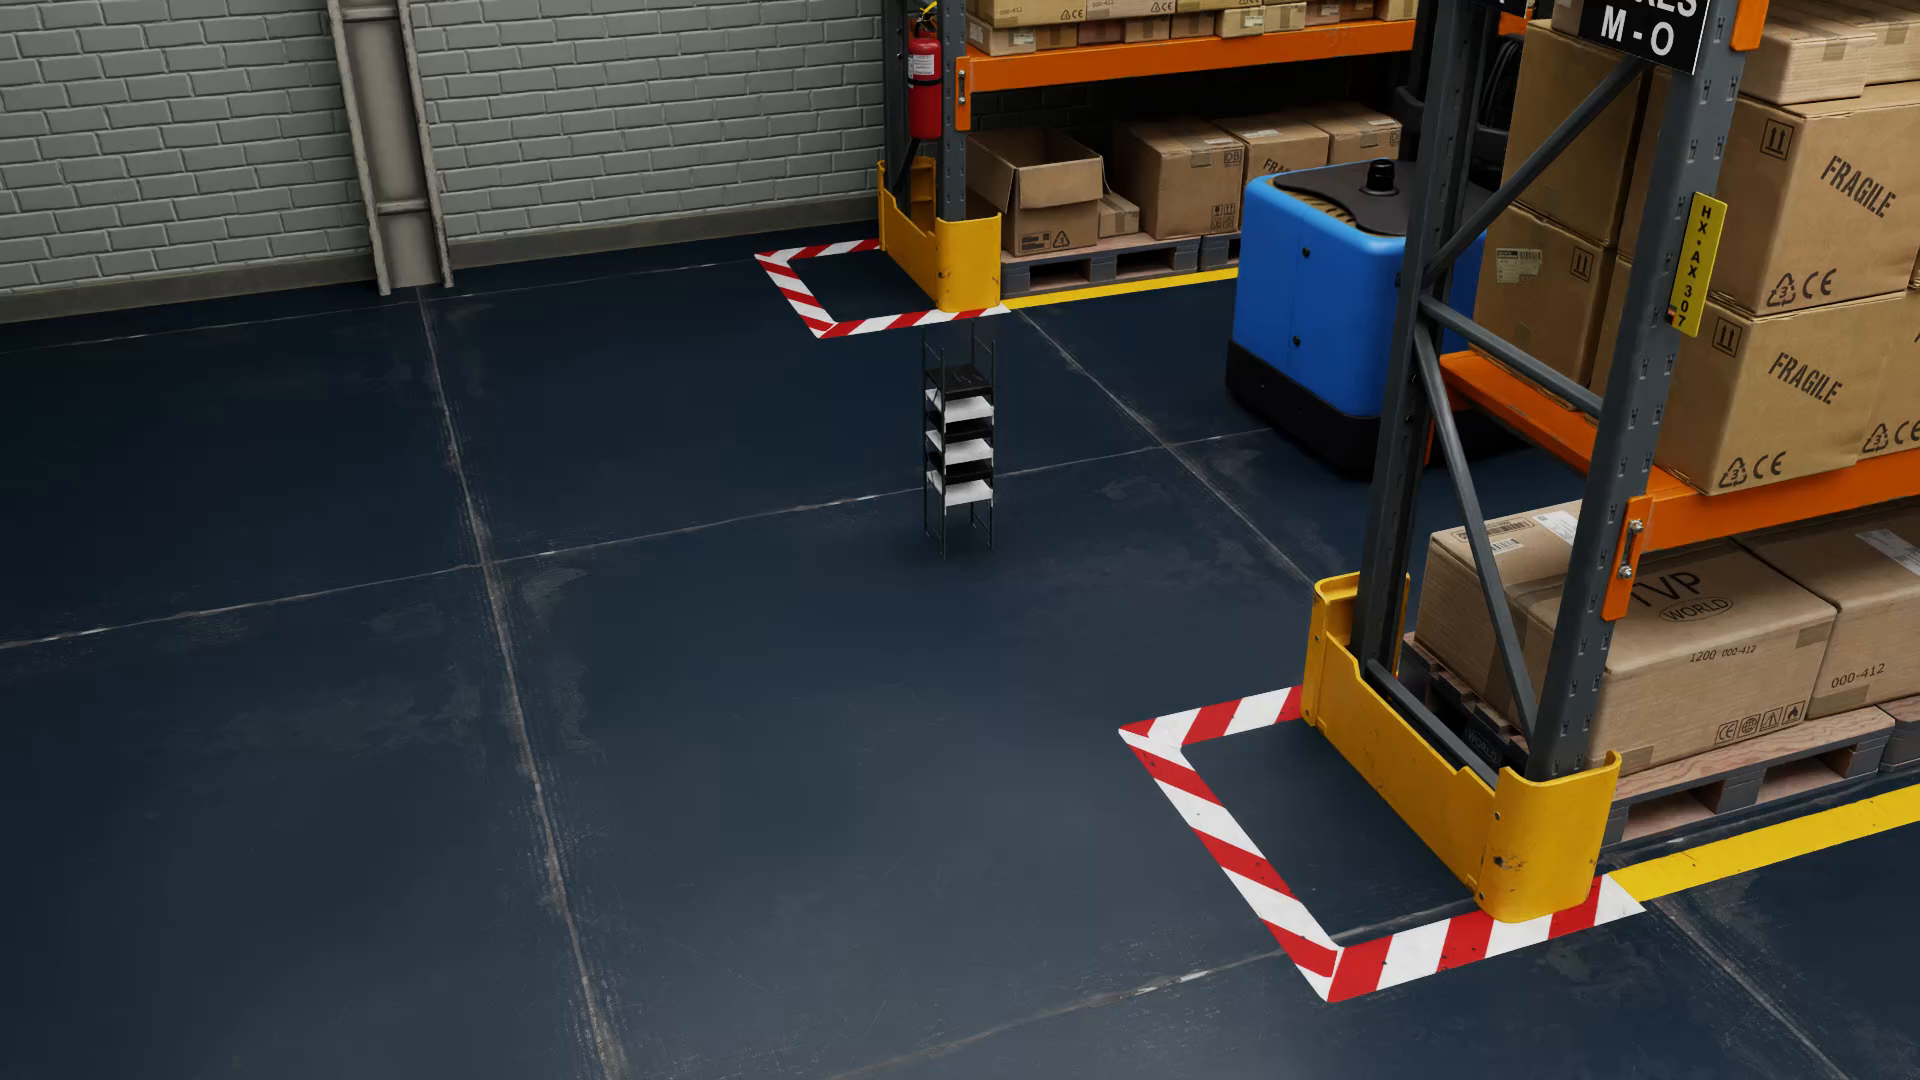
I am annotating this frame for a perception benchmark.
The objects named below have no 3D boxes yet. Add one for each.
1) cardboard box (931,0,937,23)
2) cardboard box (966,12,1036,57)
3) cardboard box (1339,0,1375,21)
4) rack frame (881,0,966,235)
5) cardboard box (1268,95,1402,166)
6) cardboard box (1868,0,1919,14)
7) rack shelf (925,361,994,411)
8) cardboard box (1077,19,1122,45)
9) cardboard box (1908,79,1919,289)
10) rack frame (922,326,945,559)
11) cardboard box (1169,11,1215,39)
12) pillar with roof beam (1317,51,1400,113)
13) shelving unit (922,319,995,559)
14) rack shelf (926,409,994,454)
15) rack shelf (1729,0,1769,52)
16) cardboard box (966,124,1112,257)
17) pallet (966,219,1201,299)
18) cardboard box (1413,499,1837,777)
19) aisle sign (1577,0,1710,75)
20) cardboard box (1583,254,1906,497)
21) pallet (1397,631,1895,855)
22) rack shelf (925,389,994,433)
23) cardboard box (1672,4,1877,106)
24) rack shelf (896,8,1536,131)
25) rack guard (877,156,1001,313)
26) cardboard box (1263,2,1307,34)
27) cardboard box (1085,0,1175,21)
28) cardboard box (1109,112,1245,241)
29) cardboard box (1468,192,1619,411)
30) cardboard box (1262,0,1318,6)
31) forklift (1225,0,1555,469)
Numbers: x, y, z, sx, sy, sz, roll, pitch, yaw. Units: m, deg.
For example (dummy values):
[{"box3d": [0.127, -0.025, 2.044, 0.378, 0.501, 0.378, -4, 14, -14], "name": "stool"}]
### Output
[{"box3d": [0.017, -2.865, 9.003, 0.250, 0.149, 0.380, -11, 31, -18], "name": "cardboard box"}, {"box3d": [0.204, -2.613, 8.560, 0.250, 0.149, 0.380, -11, 31, -18], "name": "cardboard box"}, {"box3d": [2.101, -3.008, 9.254, 0.250, 0.149, 0.380, -10, 31, -17], "name": "cardboard box"}, {"box3d": [-0.200, -2.793, 8.622, 0.127, 3.000, 1.000, -10, 31, -18], "name": "rack frame"}, {"box3d": [2.194, -2.260, 9.787, 0.500, 0.500, 0.700, -12, 32, -19], "name": "cardboard box"}, {"box3d": [2.468, -1.253, 4.153, 0.250, 0.149, 0.380, -9, 31, -16], "name": "cardboard box"}, {"box3d": [-0.008, -0.595, 6.408, 0.200, 0.077, 0.258, -10, 31, -18], "name": "rack shelf"}, {"box3d": [0.660, -2.740, 8.783, 0.250, 0.149, 0.380, -11, 31, -18], "name": "cardboard box"}, {"box3d": [2.565, -1.012, 4.384, 0.500, 0.500, 0.500, -11, 32, -19], "name": "cardboard box"}, {"box3d": [-0.103, -0.372, 6.494, 0.006, 0.900, 0.240, -10, 31, -18], "name": "rack frame"}, {"box3d": [1.166, -2.804, 8.895, 0.250, 0.149, 0.380, -10, 31, -17], "name": "cardboard box"}, {"box3d": [4.083, -4.391, 5.366, 0.400, 9.000, 9.100, -10, 31, -18], "name": "pillar with roof beam"}, {"box3d": [-0.008, -0.390, 6.525, 0.210, 0.900, 0.258, -10, 31, -18], "name": "shelving unit"}, {"box3d": [-0.008, -0.439, 6.497, 0.200, 0.077, 0.258, -10, 31, -18], "name": "rack shelf"}, {"box3d": [3.409, -1.827, 4.622, 4.000, 0.370, 1.077, -10, 31, -18], "name": "rack shelf"}, {"box3d": [0.406, -1.952, 9.244, 0.637, 0.503, 0.797, -12, 32, -20], "name": "cardboard box"}, {"box3d": [0.618, -1.732, 9.578, 1.213, 0.211, 1.003, -10, 31, -18], "name": "pallet"}, {"box3d": [2.118, 0.280, 5.393, 0.875, 0.438, 0.875, -12, 32, -19], "name": "cardboard box"}, {"box3d": [1.568, -1.473, 3.679, 0.004, 0.787, 0.394, -10, 31, -18], "name": "aisle sign"}, {"box3d": [2.084, -0.484, 4.468, 0.500, 0.500, 0.500, -11, 31, -18], "name": "cardboard box"}, {"box3d": [2.257, 0.547, 5.577, 1.213, 0.211, 1.003, -10, 31, -18], "name": "pallet"}, {"box3d": [-0.008, -0.517, 6.452, 0.200, 0.077, 0.258, -10, 31, -18], "name": "rack shelf"}, {"box3d": [1.964, -1.183, 4.030, 0.250, 0.149, 0.380, -10, 31, -17], "name": "cardboard box"}, {"box3d": [1.675, -2.826, 9.406, 4.000, 0.370, 1.077, -10, 31, -18], "name": "rack shelf"}, {"box3d": [-0.129, -1.720, 9.264, 0.348, 0.500, 1.175, -10, 31, -18], "name": "rack guard"}, {"box3d": [1.668, -2.867, 9.007, 0.250, 0.149, 0.380, -10, 31, -16], "name": "cardboard box"}, {"box3d": [0.792, -2.897, 8.656, 0.500, 0.250, 0.500, -10, 31, -17], "name": "cardboard box"}, {"box3d": [1.221, -2.080, 9.472, 0.500, 0.500, 0.700, -9, 31, -16], "name": "cardboard box"}, {"box3d": [1.894, -0.740, 4.918, 0.500, 0.500, 0.500, -10, 31, -17], "name": "cardboard box"}, {"box3d": [1.738, -3.085, 8.985, 0.500, 0.250, 0.500, -11, 32, -19], "name": "cardboard box"}, {"box3d": [2.820, -2.044, 7.377, 3.031, 2.935, 1.130, -13, 32, -21], "name": "forklift"}]
